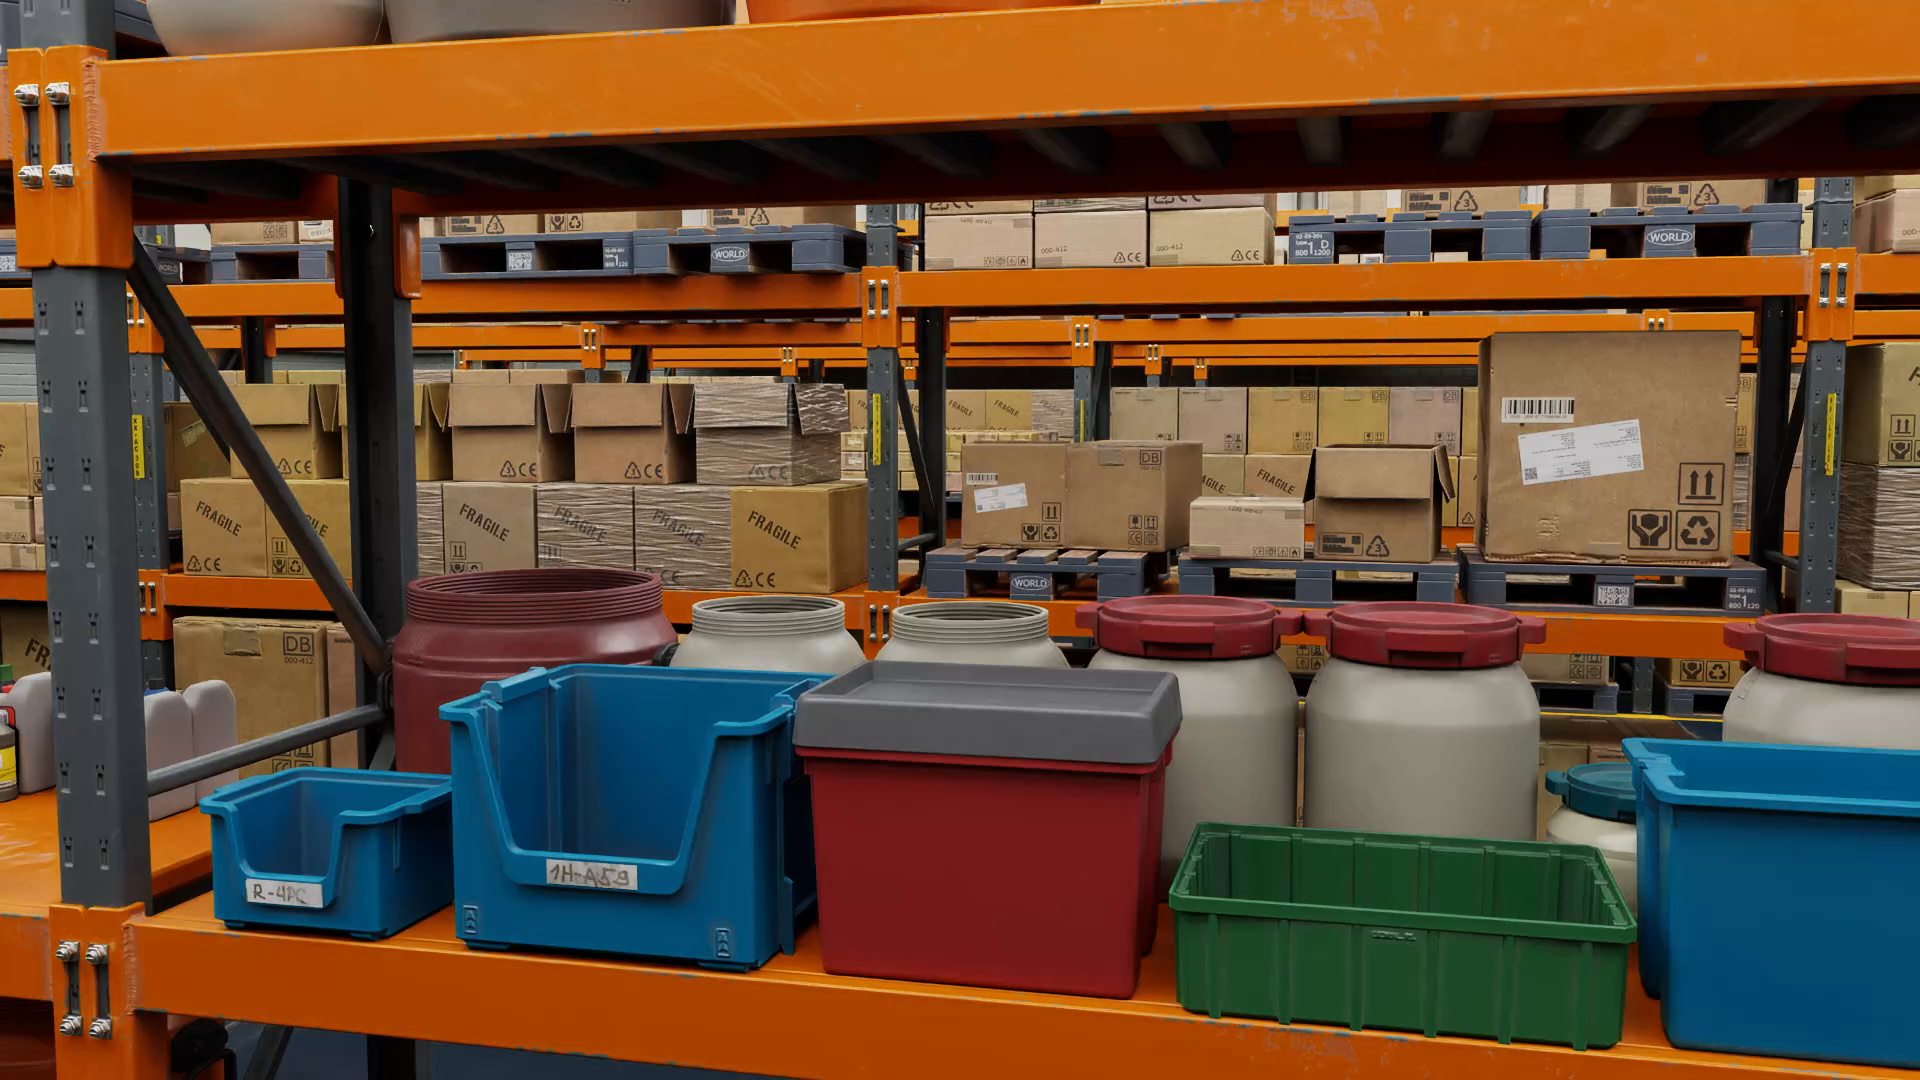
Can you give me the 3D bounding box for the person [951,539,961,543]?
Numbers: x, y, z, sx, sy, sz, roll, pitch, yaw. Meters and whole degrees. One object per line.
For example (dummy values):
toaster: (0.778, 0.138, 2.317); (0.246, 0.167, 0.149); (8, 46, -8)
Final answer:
person: (0.159, 0.060, 16.373); (0.519, 1.542, 0.591); (1, 5, 15)
